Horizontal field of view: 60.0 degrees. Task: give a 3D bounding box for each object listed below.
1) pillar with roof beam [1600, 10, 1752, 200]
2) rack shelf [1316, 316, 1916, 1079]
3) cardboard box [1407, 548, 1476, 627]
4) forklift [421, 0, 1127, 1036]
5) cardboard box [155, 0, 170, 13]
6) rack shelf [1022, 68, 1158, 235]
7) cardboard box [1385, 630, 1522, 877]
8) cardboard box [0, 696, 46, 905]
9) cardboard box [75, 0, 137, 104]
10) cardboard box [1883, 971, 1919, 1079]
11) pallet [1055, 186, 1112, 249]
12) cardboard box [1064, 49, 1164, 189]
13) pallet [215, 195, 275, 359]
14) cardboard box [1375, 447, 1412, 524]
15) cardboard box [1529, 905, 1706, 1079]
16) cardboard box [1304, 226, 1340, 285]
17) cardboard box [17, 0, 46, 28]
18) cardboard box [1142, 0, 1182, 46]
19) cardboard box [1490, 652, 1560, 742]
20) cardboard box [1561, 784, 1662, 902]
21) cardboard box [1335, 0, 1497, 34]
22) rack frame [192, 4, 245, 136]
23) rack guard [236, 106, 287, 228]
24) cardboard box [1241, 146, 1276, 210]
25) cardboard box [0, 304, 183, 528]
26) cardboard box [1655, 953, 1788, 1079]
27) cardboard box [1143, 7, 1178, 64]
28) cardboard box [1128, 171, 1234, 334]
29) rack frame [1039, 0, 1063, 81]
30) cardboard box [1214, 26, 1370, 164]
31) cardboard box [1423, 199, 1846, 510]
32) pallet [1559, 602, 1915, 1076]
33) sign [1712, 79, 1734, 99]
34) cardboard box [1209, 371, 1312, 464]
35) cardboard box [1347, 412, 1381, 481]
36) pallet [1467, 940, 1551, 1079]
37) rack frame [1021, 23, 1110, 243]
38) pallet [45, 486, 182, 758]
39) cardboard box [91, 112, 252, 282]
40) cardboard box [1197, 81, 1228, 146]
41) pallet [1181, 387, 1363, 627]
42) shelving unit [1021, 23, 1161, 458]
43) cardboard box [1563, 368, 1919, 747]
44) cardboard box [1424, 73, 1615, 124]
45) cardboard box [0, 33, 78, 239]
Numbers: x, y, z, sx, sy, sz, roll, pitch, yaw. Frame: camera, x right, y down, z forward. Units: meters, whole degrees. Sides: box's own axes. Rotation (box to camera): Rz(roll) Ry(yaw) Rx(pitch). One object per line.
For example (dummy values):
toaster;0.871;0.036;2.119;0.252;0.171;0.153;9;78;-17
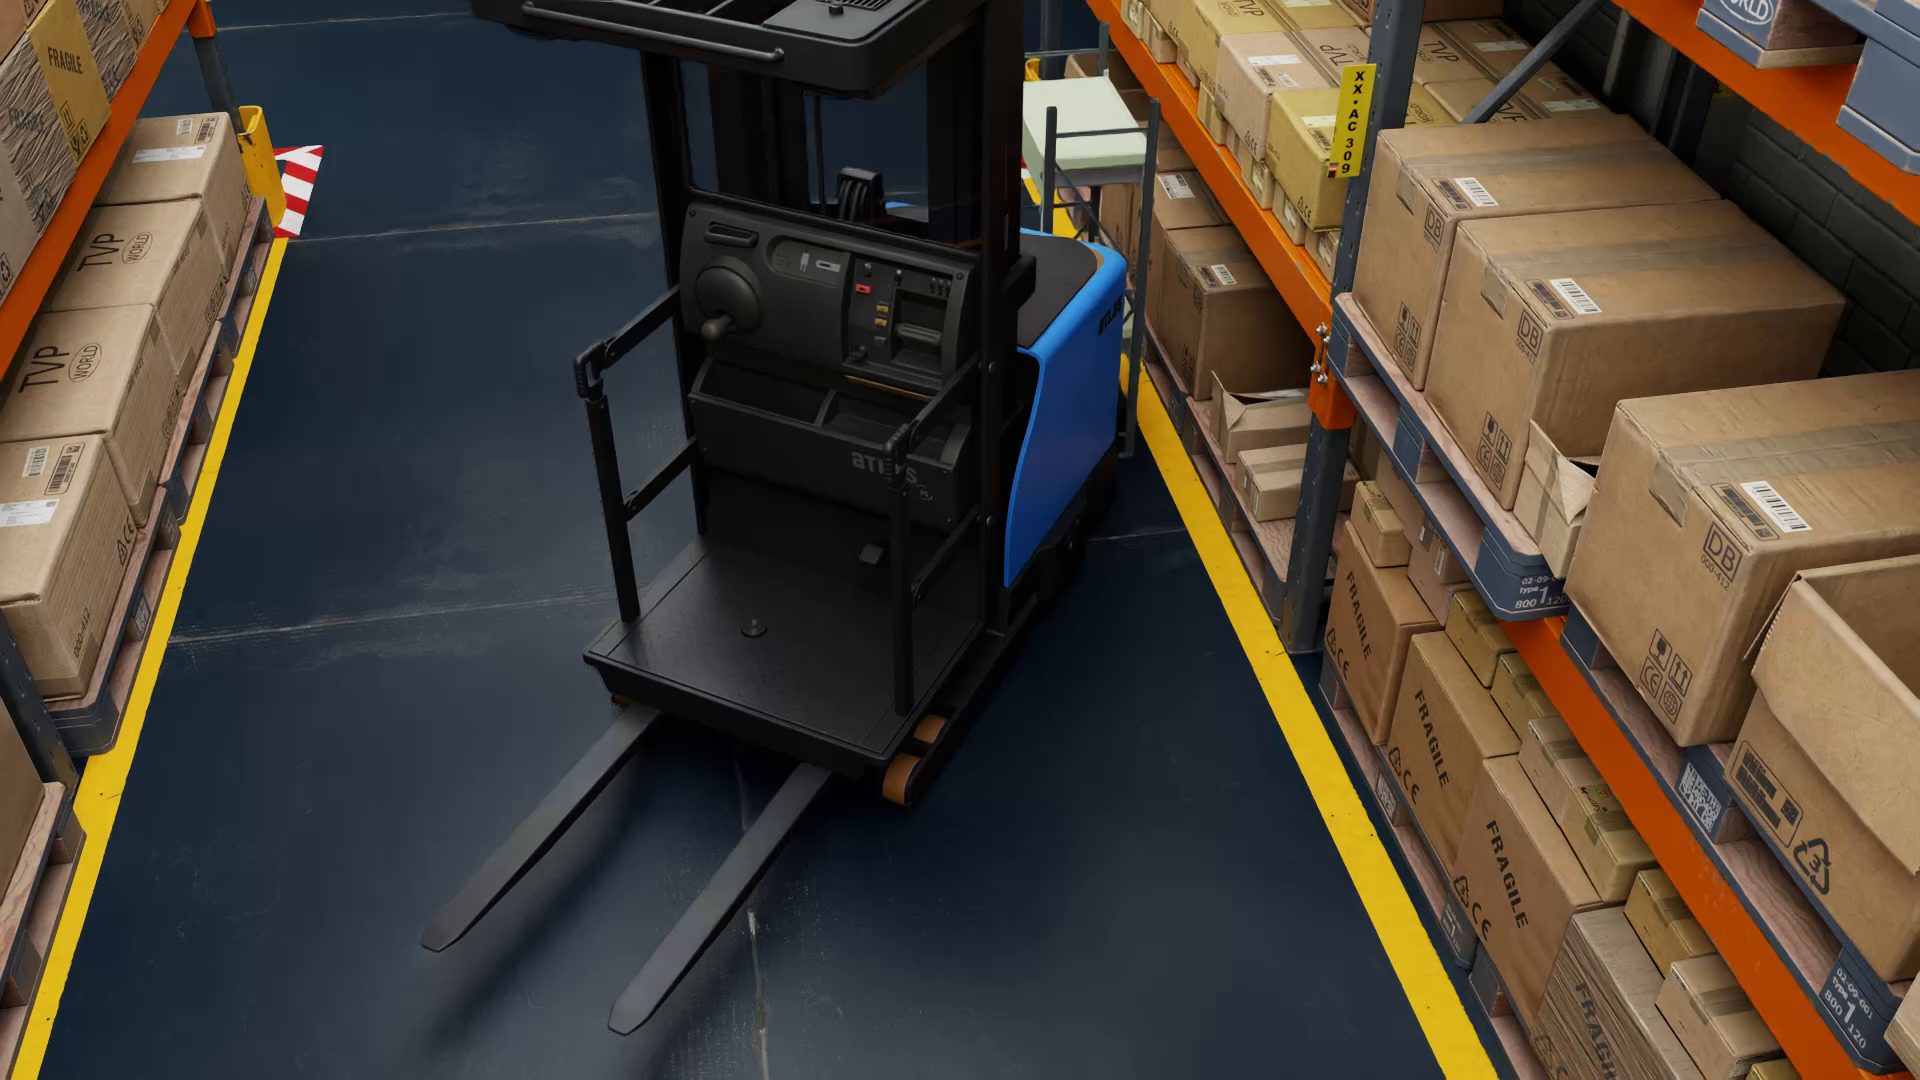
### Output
pillar with roof beam;-1.858;-3.296;3.158;9.100;9.000;0.400;-6;38;-8
rack shelf;1.965;0.619;3.594;1.077;0.370;4.000;-6;38;-8
cardboard box;1.540;0.097;4.847;0.380;0.149;0.250;-7;38;-9
forklift;-0.497;-0.638;4.683;1.130;2.935;3.031;16;41;20
cardboard box;-3.628;-2.529;6.979;0.500;0.500;0.500;-6;38;-8
rack shelf;0.434;-1.443;6.249;0.431;0.370;0.720;-6;38;-8
cardboard box;1.581;0.585;4.747;0.500;0.500;0.500;-7;38;-9
cardboard box;-3.084;0.702;4.290;0.875;0.875;0.875;-5;38;-7
cardboard box;-3.455;-1.915;6.188;0.500;0.500;0.500;-5;38;-7
cardboard box;1.812;0.834;2.511;0.500;0.250;0.500;-8;39;-10
pallet;1.067;-1.660;8.215;1.003;0.211;1.213;-6;38;-8
cardboard box;0.927;-2.089;8.187;0.797;0.503;0.637;-8;38;-10
pallet;-3.756;-1.177;7.593;1.003;0.211;1.213;-6;38;-8
cardboard box;1.475;-0.186;4.969;0.380;0.149;0.250;-7;38;-9
cardboard box;1.749;1.201;3.954;0.500;0.500;0.500;-8;38;-10
cardboard box;1.310;-0.939;5.219;0.380;0.149;0.250;-6;38;-7
cardboard box;-3.364;-2.006;5.491;0.500;0.500;0.500;-6;38;-8
cardboard box;1.019;-2.127;6.423;0.500;0.250;0.500;-7;38;-9
cardboard box;1.658;0.414;4.438;0.380;0.149;0.250;-7;38;-9
cardboard box;1.706;0.720;4.045;0.380;0.149;0.250;-5;38;-6
cardboard box;1.610;-1.873;6.096;0.500;0.250;0.500;-5;38;-7
rack frame;-3.973;-2.753;7.348;1.000;3.000;0.127;-6;38;-8
rack guard;-3.977;-1.780;8.134;1.175;0.500;0.348;-6;38;-8
cardboard box;1.174;-1.248;5.617;0.380;0.149;0.250;-5;38;-7
cardboard box;-3.434;-0.422;6.095;0.875;0.438;0.875;-7;38;-9
cardboard box;1.775;1.033;3.641;0.380;0.149;0.250;-8;39;-10
cardboard box;0.944;-2.021;6.612;0.380;0.149;0.250;-5;38;-7
cardboard box;1.033;-1.237;7.093;0.500;0.500;0.500;-6;38;-7
rack frame;0.913;-3.289;8.038;1.000;3.000;0.127;-6;38;-8
cardboard box;1.183;-1.513;5.633;0.500;0.250;0.500;-6;38;-8
cardboard box;1.570;-0.449;3.959;0.700;0.500;0.500;-6;38;-7
pallet;1.970;0.445;3.389;1.003;0.211;1.213;-6;38;-8
sign;2.160;-1.392;4.653;0.100;0.325;0.005;-6;38;-8
cardboard box;1.165;-0.480;6.308;0.396;0.266;0.258;-5;38;-6
cardboard box;1.731;-0.401;6.171;0.500;0.311;0.500;-5;38;-6
pallet;2.012;1.454;4.206;1.003;0.211;1.213;-6;38;-8
rack frame;0.371;-1.356;6.773;0.400;1.500;0.023;-6;38;-8
pallet;-3.328;0.297;5.696;1.003;0.211;1.213;-6;38;-8
cardboard box;-3.759;-1.519;7.506;0.875;0.438;0.875;-7;38;-9
cardboard box;1.082;-1.561;6.019;0.380;0.149;0.250;-7;38;-9
pallet;1.495;-0.186;6.318;1.003;0.211;1.213;-6;38;-8
shelving unit;0.434;-1.135;6.488;0.431;1.500;0.755;-6;38;-8
cardboard box;1.708;0.025;3.349;0.700;0.500;0.500;-6;38;-8
cardboard box;1.794;-1.259;5.306;0.500;0.250;0.500;-7;38;-8
cardboard box;-3.261;-1.293;5.388;0.500;0.500;0.500;-6;38;-8
